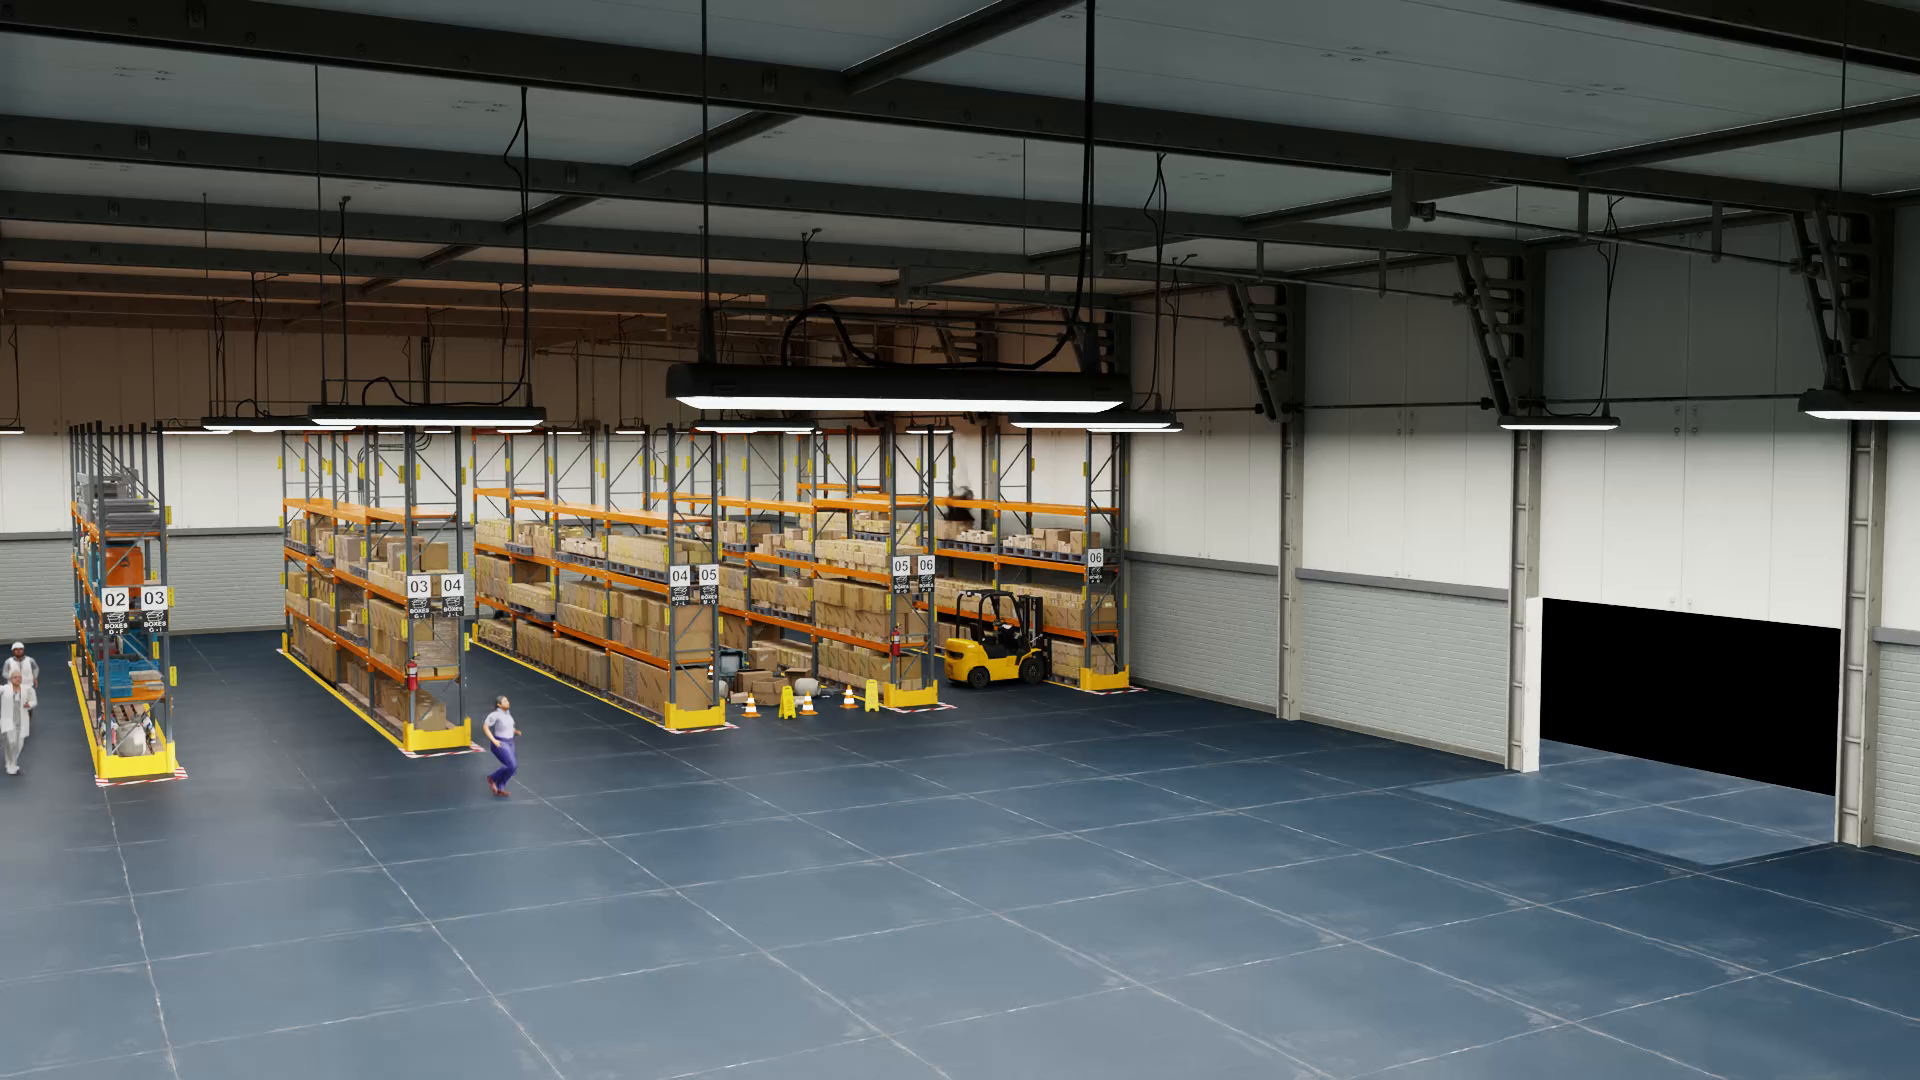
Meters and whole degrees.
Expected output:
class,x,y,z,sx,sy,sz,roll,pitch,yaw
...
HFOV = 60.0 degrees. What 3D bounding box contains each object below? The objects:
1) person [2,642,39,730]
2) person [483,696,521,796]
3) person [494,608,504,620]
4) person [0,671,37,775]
class,x,y,z,sx,sy,sz,roll,pitch,yaw
person,-18.179,2.846,32.203,0.635,1.735,0.650,-2,4,-31
person,-7.249,3.284,26.501,0.501,1.596,0.668,1,4,12
person,-13.297,1.979,48.271,0.693,1.514,0.597,0,4,-7
person,-16.050,3.101,28.220,0.677,1.762,0.799,-4,5,-45
